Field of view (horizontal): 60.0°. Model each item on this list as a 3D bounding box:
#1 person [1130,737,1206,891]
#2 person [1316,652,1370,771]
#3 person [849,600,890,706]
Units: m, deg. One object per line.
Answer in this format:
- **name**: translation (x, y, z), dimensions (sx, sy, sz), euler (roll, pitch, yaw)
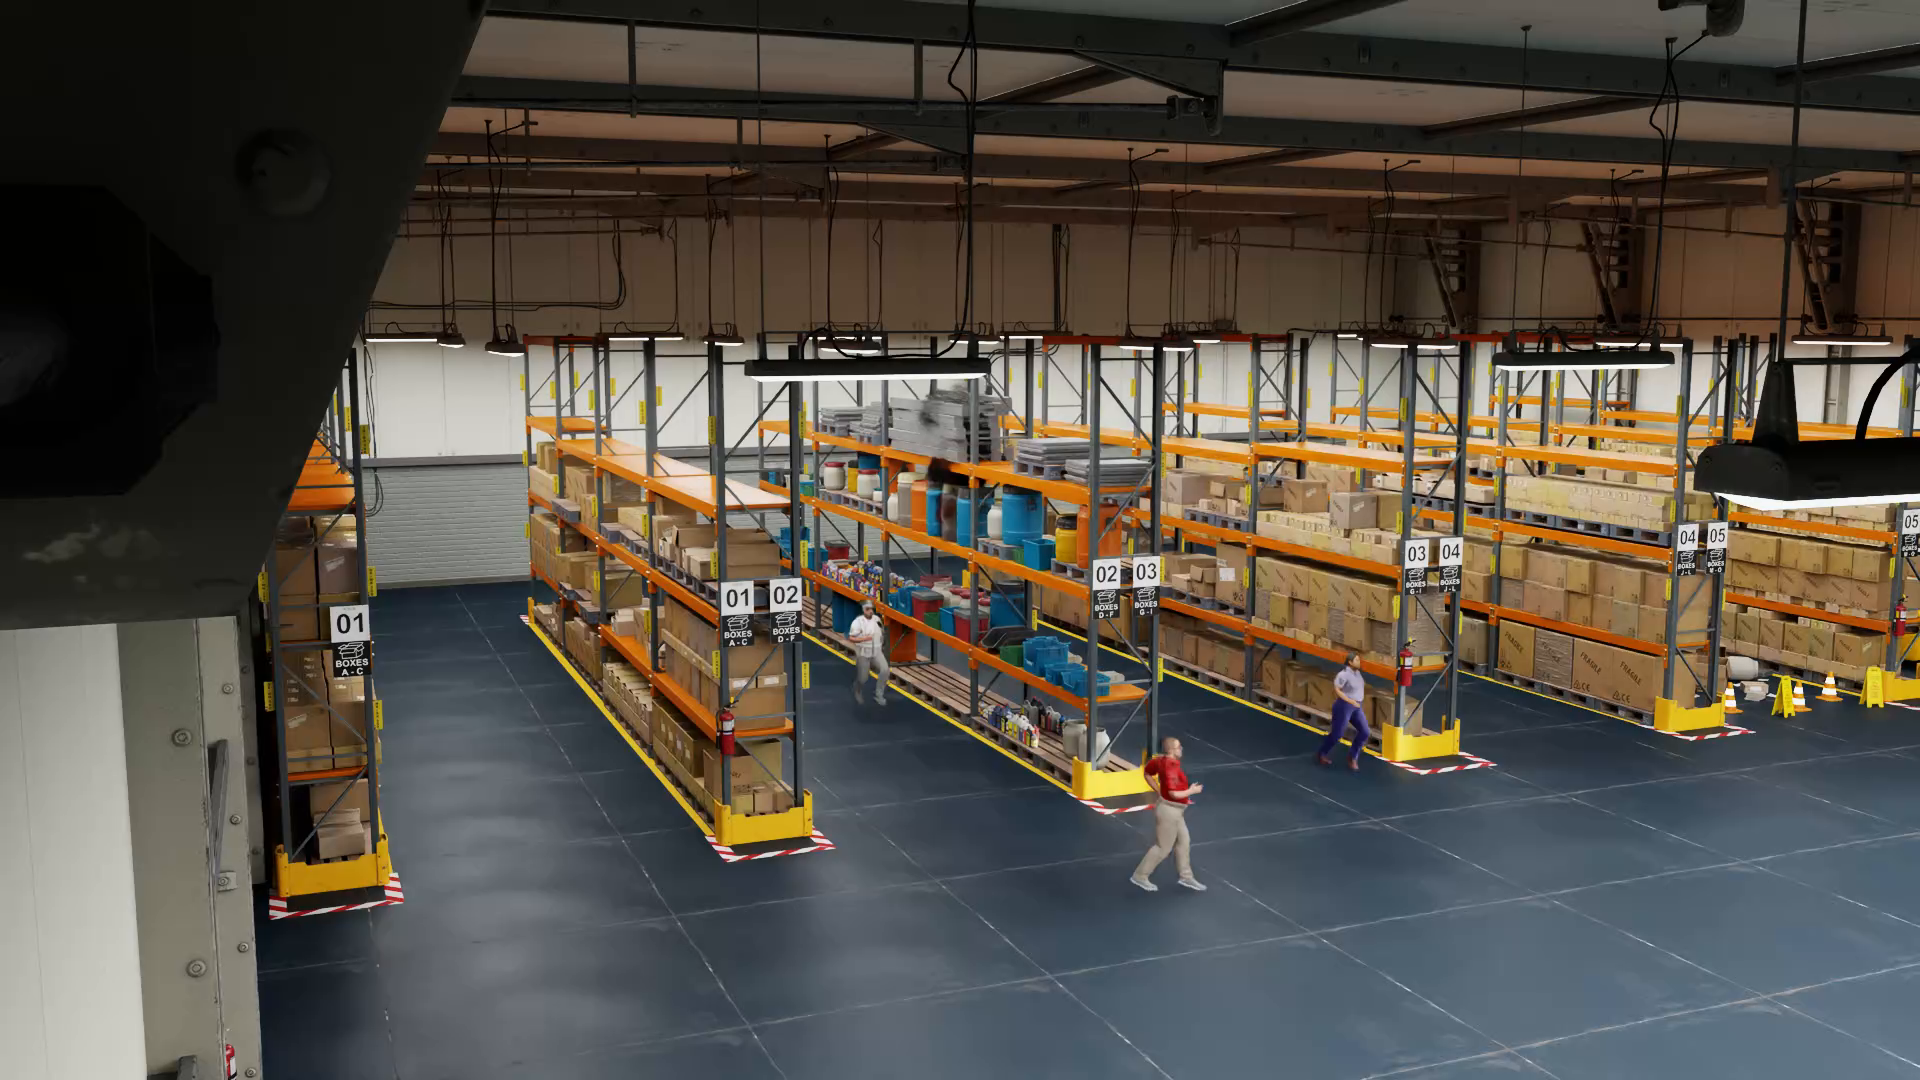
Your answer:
- **person**: translation (2.306, 3.032, 18.305), dimensions (0.871, 1.749, 0.660), euler (0, 8, -2)
- **person**: translation (5.493, 2.430, 23.574), dimensions (0.668, 1.648, 0.680), euler (-6, 10, -38)
- **person**: translation (-1.453, 1.802, 26.488), dimensions (0.658, 1.738, 0.957), euler (-3, 8, -24)
